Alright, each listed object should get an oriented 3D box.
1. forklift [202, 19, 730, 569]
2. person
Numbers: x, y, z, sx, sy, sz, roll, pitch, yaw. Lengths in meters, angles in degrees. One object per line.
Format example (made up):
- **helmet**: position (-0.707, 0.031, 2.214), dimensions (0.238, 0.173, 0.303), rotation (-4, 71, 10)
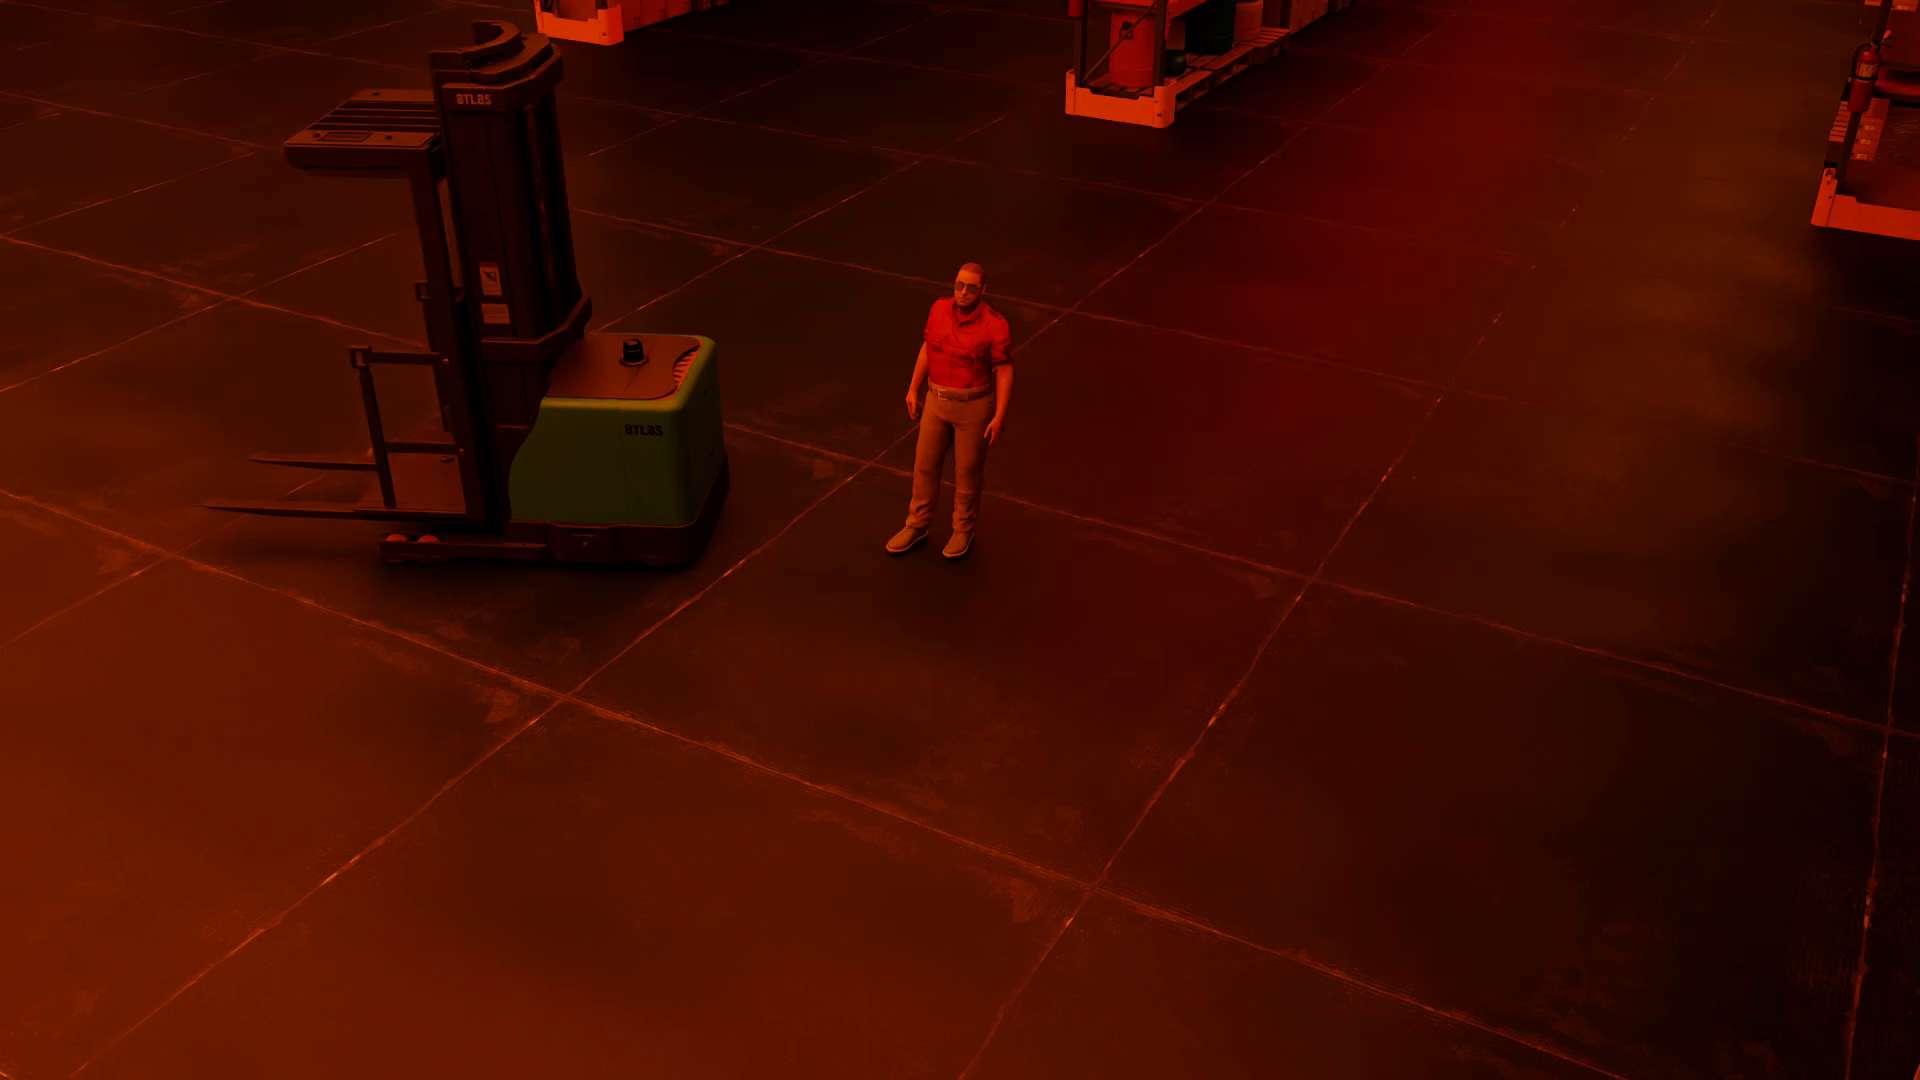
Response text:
- **forklift**: position (-2.990, -1.389, 9.477), dimensions (3.031, 2.935, 1.130), rotation (2, 30, 4)
- **person**: position (-0.054, -0.719, 9.503), dimensions (0.641, 1.728, 0.550), rotation (15, 33, 25)
